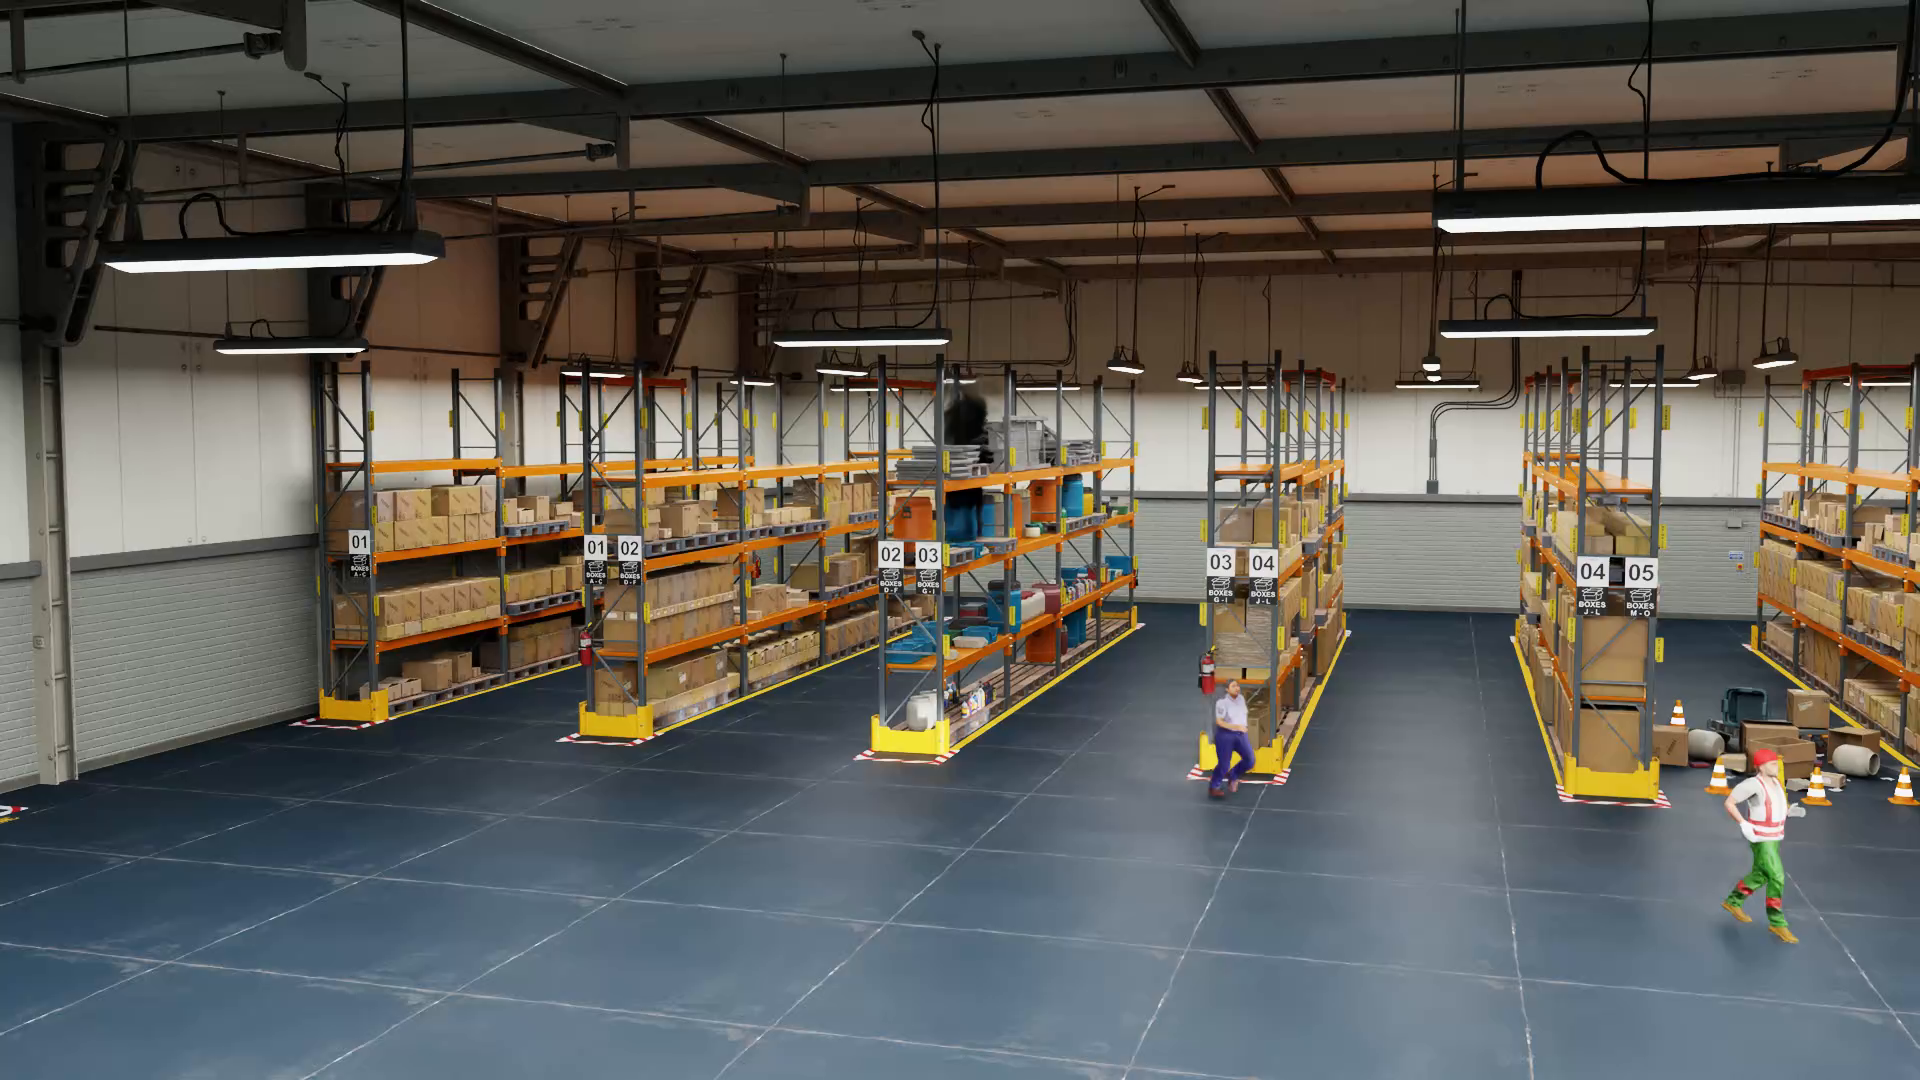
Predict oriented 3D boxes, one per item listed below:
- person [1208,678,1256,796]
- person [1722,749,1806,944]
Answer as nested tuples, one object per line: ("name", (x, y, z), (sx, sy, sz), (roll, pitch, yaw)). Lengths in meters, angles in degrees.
("person", (3.633, 2.618, 22.003), (0.625, 1.594, 0.727), (-2, 5, -27))
("person", (7.839, 2.940, 16.232), (0.640, 1.824, 0.814), (-3, 5, -39))
